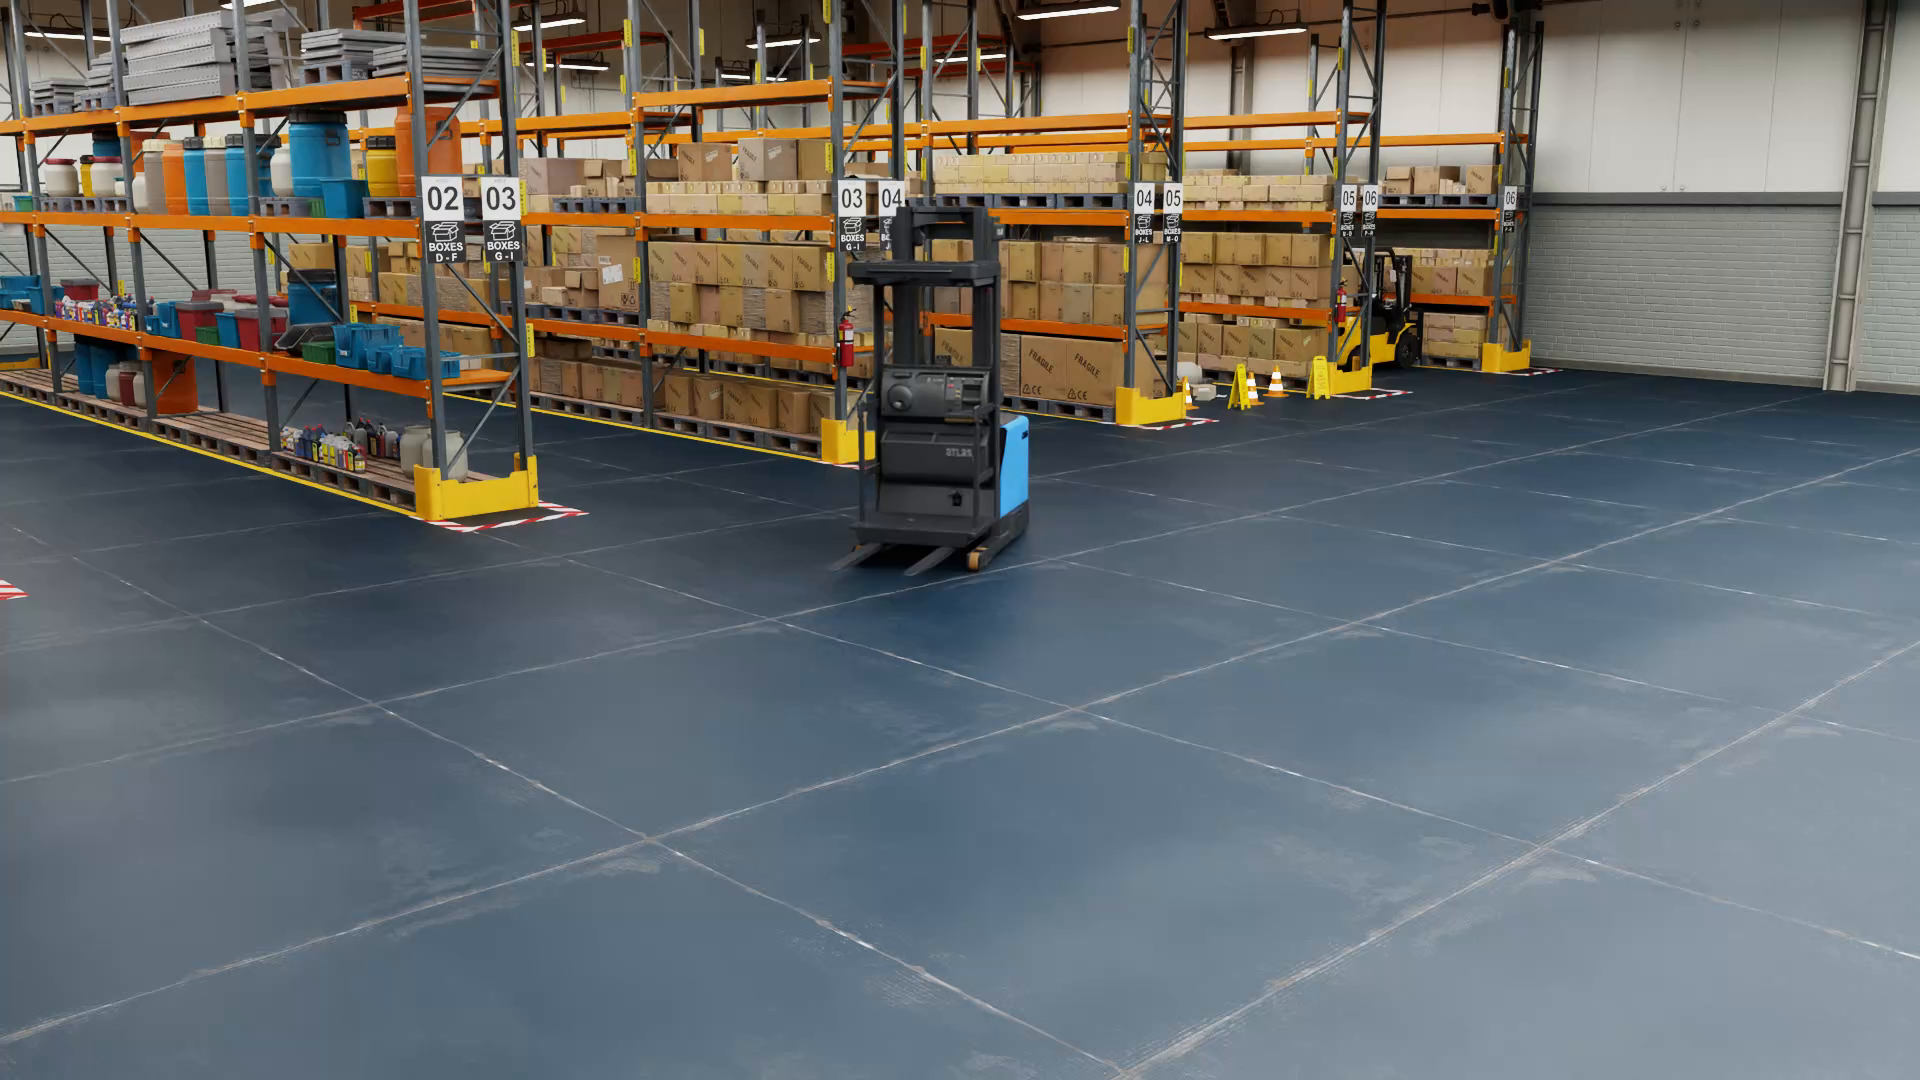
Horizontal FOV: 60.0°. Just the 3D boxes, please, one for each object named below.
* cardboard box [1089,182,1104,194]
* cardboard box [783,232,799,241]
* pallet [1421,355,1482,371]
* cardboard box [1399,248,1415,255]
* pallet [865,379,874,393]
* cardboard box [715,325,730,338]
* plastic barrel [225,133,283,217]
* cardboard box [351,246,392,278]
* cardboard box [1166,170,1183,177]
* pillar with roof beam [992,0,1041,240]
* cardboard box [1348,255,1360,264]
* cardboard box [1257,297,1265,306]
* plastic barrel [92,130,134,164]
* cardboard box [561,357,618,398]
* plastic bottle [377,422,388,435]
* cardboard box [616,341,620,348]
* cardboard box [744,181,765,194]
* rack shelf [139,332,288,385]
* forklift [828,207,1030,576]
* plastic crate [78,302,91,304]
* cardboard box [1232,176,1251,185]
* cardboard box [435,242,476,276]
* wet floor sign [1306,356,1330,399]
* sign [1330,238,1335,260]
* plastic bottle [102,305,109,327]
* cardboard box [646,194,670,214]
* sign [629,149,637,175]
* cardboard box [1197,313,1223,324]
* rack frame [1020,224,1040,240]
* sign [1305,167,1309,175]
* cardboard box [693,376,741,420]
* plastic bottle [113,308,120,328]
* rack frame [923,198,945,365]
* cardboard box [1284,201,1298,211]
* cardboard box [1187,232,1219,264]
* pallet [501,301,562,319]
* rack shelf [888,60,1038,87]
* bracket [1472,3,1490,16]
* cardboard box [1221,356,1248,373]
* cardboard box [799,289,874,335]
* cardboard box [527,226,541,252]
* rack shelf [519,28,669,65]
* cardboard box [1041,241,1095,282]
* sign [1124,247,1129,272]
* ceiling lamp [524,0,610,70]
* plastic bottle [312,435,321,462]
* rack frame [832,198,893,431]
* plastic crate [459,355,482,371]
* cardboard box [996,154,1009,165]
[{"bbox_3d":[1.965,-4.754,22.453,0.380,0.149,0.250,-11,16,-42],"label":"cardboard box"},{"bbox_3d":[-3.392,-6.288,35.273,0.500,0.500,0.500,-11,16,-42],"label":"cardboard box"},{"bbox_3d":[9.152,-3.252,30.172,1.003,0.211,1.213,-11,16,-43],"label":"pallet"},{"bbox_3d":[8.247,-5.270,30.465,0.380,0.149,0.250,-11,16,-42],"label":"cardboard box"},{"bbox_3d":[-0.737,-2.435,26.208,1.003,0.211,1.213,-11,16,-43],"label":"pallet"},{"bbox_3d":[-2.830,-2.609,20.764,0.380,0.149,0.250,-11,16,-43],"label":"cardboard box"},{"bbox_3d":[-7.897,-4.091,18.658,0.600,0.901,0.708,-11,16,-43],"label":"plastic barrel"},{"bbox_3d":[-9.842,-4.659,27.869,0.500,0.500,0.500,-10,15,-41],"label":"cardboard box"},{"bbox_3d":[4.510,-7.312,34.001,0.500,0.500,0.500,-11,16,-42],"label":"cardboard box"},{"bbox_3d":[-1.519,-8.829,35.463,9.100,9.000,0.548,-11,16,-43],"label":"pillar with roof beam"},{"bbox_3d":[7.475,-5.261,31.158,0.380,0.149,0.250,-10,16,-41],"label":"cardboard box"},{"bbox_3d":[5.019,-3.873,26.901,0.380,0.149,0.250,-11,16,-42],"label":"cardboard box"},{"bbox_3d":[-11.624,-5.192,22.963,0.600,0.901,0.708,-11,16,-43],"label":"plastic barrel"},{"bbox_3d":[-5.303,-2.341,23.947,0.700,0.500,0.500,-9,15,-38],"label":"cardboard box"},{"bbox_3d":[-6.380,-1.121,18.394,0.144,0.351,0.185,-11,16,-43],"label":"plastic bottle"},{"bbox_3d":[-6.310,-3.735,31.631,0.380,0.149,0.250,-10,16,-41],"label":"cardboard box"},{"bbox_3d":[-2.355,-4.217,19.898,0.250,0.149,0.380,11,16,42],"label":"cardboard box"},{"bbox_3d":[-8.770,-2.272,20.287,1.077,0.370,4.000,-11,16,-43],"label":"rack shelf"},{"bbox_3d":[-0.266,-1.263,13.776,1.130,2.935,3.031,3,12,16],"label":"forklift"},{"bbox_3d":[-13.131,-3.488,24.911,0.396,0.136,0.243,-11,16,-43],"label":"plastic crate"},{"bbox_3d":[4.593,-5.784,26.763,0.380,0.149,0.250,-10,16,-41],"label":"cardboard box"},{"bbox_3d":[-7.978,-4.448,26.333,0.797,0.503,0.637,-10,15,-41],"label":"cardboard box"},{"bbox_3d":[5.481,-2.490,25.396,0.267,0.644,0.232,-5,13,-23],"label":"wet floor sign"},{"bbox_3d":[5.708,-4.467,25.507,0.100,0.325,0.005,-11,16,-43],"label":"sign"},{"bbox_3d":[-11.528,-3.025,22.450,0.061,0.283,0.133,-11,16,-43],"label":"plastic bottle"},{"bbox_3d":[-3.681,-4.317,21.368,0.500,0.250,0.500,11,16,43],"label":"cardboard box"},{"bbox_3d":[-4.205,-4.860,21.375,0.100,0.325,0.005,-11,16,-43],"label":"sign"},{"bbox_3d":[4.160,-3.683,27.663,0.380,0.149,0.250,-10,15,-39],"label":"cardboard box"},{"bbox_3d":[1.424,-6.263,37.877,1.000,3.000,0.127,-11,16,-43],"label":"rack frame"},{"bbox_3d":[6.563,-6.895,31.450,0.100,0.325,0.005,-11,16,-43],"label":"sign"},{"bbox_3d":[-3.158,-1.857,21.646,0.500,0.500,0.500,-5,13,-25],"label":"cardboard box"},{"bbox_3d":[-11.234,-2.962,22.175,0.097,0.271,0.097,0,12,0],"label":"plastic bottle"},{"bbox_3d":[-0.149,-3.699,25.431,1.000,3.000,0.127,-11,16,-43],"label":"rack frame"},{"bbox_3d":[5.320,-5.254,26.169,0.380,0.149,0.250,-10,15,-41],"label":"cardboard box"},{"bbox_3d":[4.172,-4.839,27.500,0.700,0.500,0.500,-11,16,-44],"label":"cardboard box"},{"bbox_3d":[-6.000,-3.423,24.568,1.213,0.211,1.003,-11,16,-43],"label":"pallet"},{"bbox_3d":[0.043,-10.769,38.426,1.077,0.370,4.000,-11,16,-43],"label":"rack shelf"},{"bbox_3d":[9.338,-9.451,29.565,0.235,0.232,0.430,-11,16,-43],"label":"bracket"},{"bbox_3d":[4.653,-2.911,27.382,0.500,0.250,0.500,11,16,43],"label":"cardboard box"},{"bbox_3d":[-1.404,-2.717,19.682,0.875,0.500,0.500,-11,16,-43],"label":"cardboard box"},{"bbox_3d":[-8.318,-6.032,33.293,0.500,0.500,0.500,-11,16,-43],"label":"cardboard box"},{"bbox_3d":[-7.055,-9.372,31.646,1.077,0.370,4.000,-11,16,-43],"label":"rack shelf"},{"bbox_3d":[1.650,-3.945,23.578,0.875,0.550,0.550,-11,16,-43],"label":"cardboard box"},{"bbox_3d":[2.211,-3.725,22.099,0.100,0.325,0.005,-11,16,-43],"label":"sign"},{"bbox_3d":[-8.533,-12.006,36.418,2.000,3.185,0.800,-11,16,-43],"label":"ceiling lamp"},{"bbox_3d":[-6.917,-0.984,17.896,0.061,0.283,0.133,-10,15,-40],"label":"plastic bottle"},{"bbox_3d":[-1.044,-2.439,19.314,1.000,3.000,0.127,-11,16,-43],"label":"rack frame"},{"bbox_3d":[-5.012,-1.795,16.842,0.298,0.136,0.250,-11,16,-43],"label":"plastic crate"},{"bbox_3d":[0.736,-5.404,23.632,0.380,0.149,0.250,-11,16,-43],"label":"cardboard box"}]
